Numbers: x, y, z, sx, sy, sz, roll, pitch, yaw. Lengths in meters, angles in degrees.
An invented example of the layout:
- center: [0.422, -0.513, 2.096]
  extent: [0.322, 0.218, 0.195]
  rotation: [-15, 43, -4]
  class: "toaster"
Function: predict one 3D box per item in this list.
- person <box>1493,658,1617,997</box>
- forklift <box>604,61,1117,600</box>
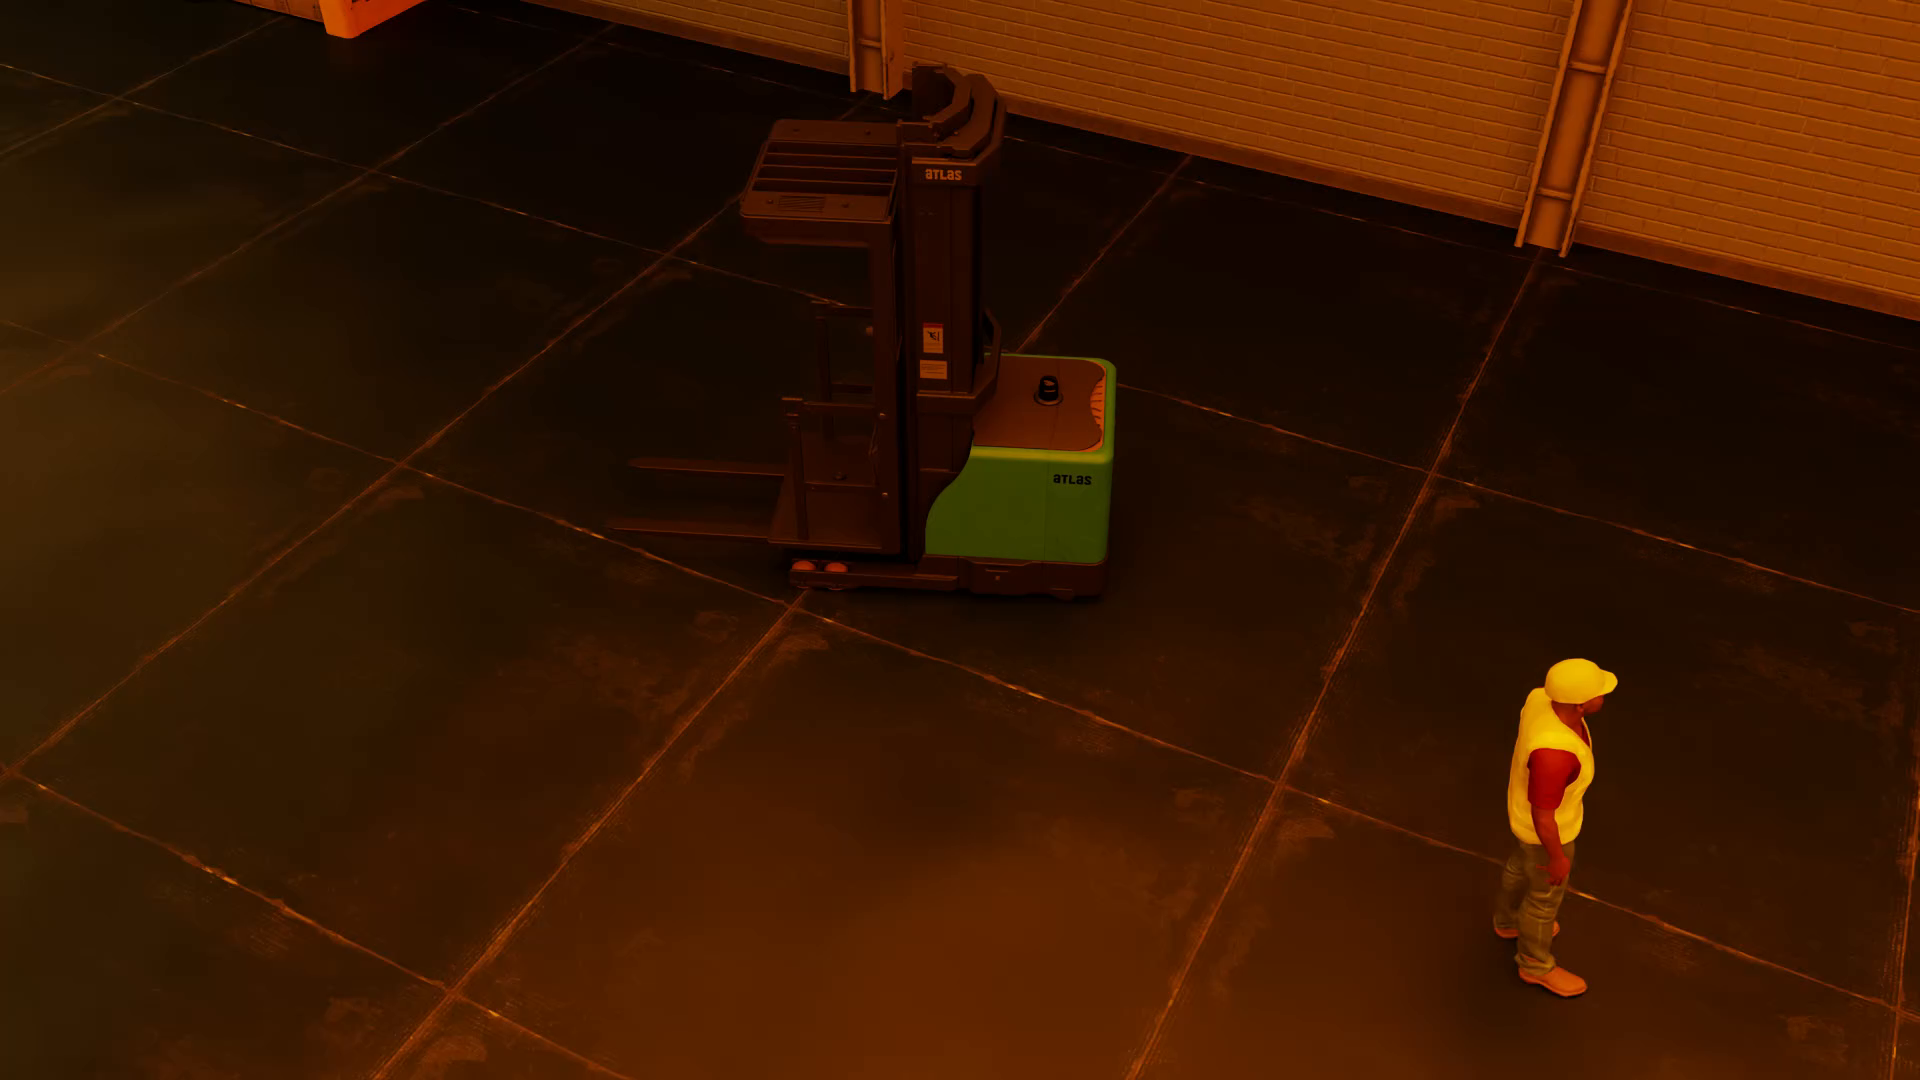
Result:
- center: [2.689, 1.232, 7.419]
  extent: [0.570, 1.767, 0.665]
  rotation: [8, 41, 9]
  class: "person"
- center: [-0.606, -1.157, 9.360]
  extent: [3.031, 2.935, 1.130]
  rotation: [3, 40, 4]
  class: "forklift"
